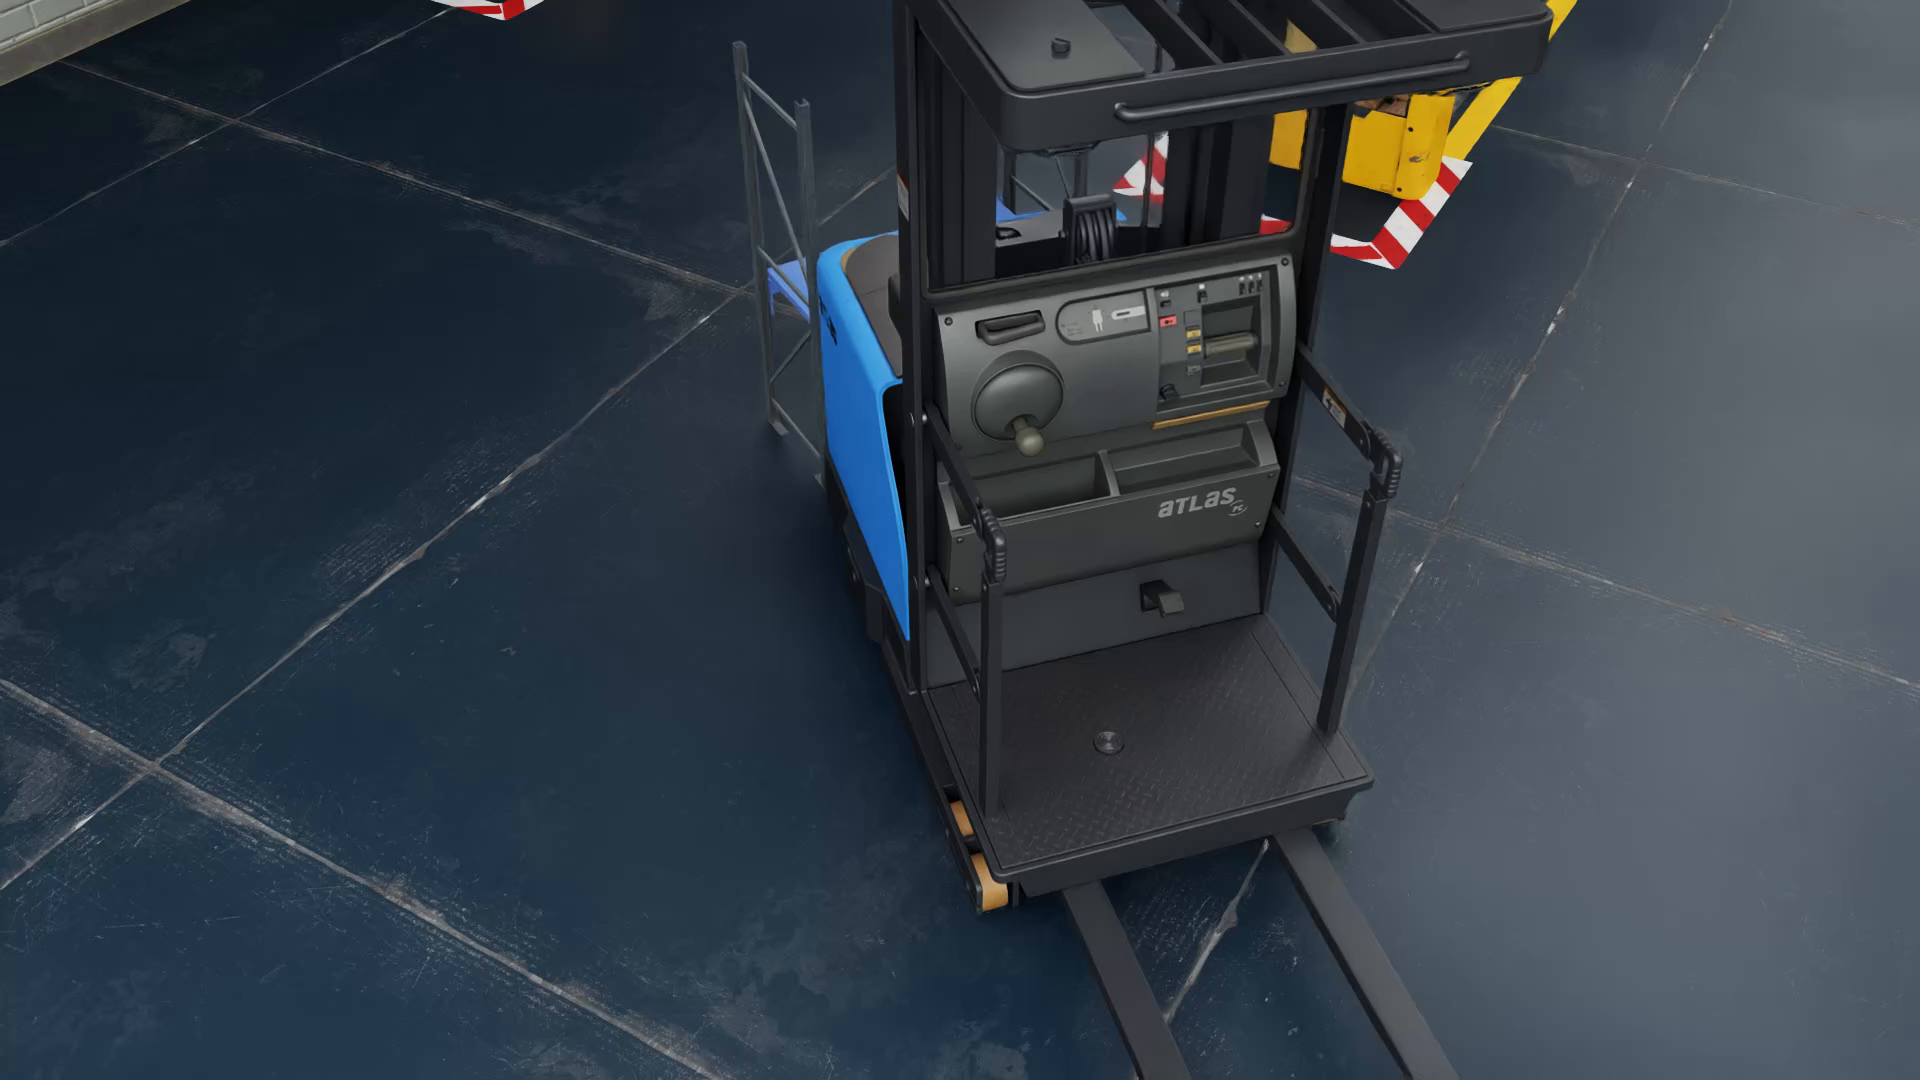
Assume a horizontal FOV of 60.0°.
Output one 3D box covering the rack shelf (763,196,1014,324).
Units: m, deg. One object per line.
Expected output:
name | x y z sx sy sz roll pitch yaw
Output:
rack shelf | -0.144 -0.906 5.916 1.000 0.185 0.538 -21 45 -22

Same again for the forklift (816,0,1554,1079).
forklift | 0.466 -0.381 3.964 1.130 2.935 3.031 -12 43 -13

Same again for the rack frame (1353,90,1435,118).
rack frame | 1.652 -2.945 6.824 1.000 3.000 0.127 21 45 22

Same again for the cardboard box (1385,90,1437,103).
cardboard box | 2.113 -2.304 7.859 0.500 0.250 0.500 21 45 22

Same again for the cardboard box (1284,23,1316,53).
cardboard box | 1.664 -2.475 8.054 0.500 0.250 0.500 21 45 22

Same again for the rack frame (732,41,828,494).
rack frame | -0.585 -0.874 5.608 0.032 1.500 0.500 -21 45 -22

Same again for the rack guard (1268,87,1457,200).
rack guard | 1.640 -1.993 7.635 1.175 0.500 0.348 21 45 22

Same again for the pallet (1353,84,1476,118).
pallet | 1.998 -2.350 8.259 1.003 0.211 1.213 21 45 22

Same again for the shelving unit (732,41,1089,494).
shelving unit | -0.144 -1.041 5.798 1.048 1.500 0.538 -21 45 -22

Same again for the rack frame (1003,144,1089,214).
rack frame | 0.297 -1.208 5.987 0.032 1.500 0.500 -21 45 -22

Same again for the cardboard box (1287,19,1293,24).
cardboard box | 1.662 -2.757 7.807 0.500 0.500 0.500 21 45 22
